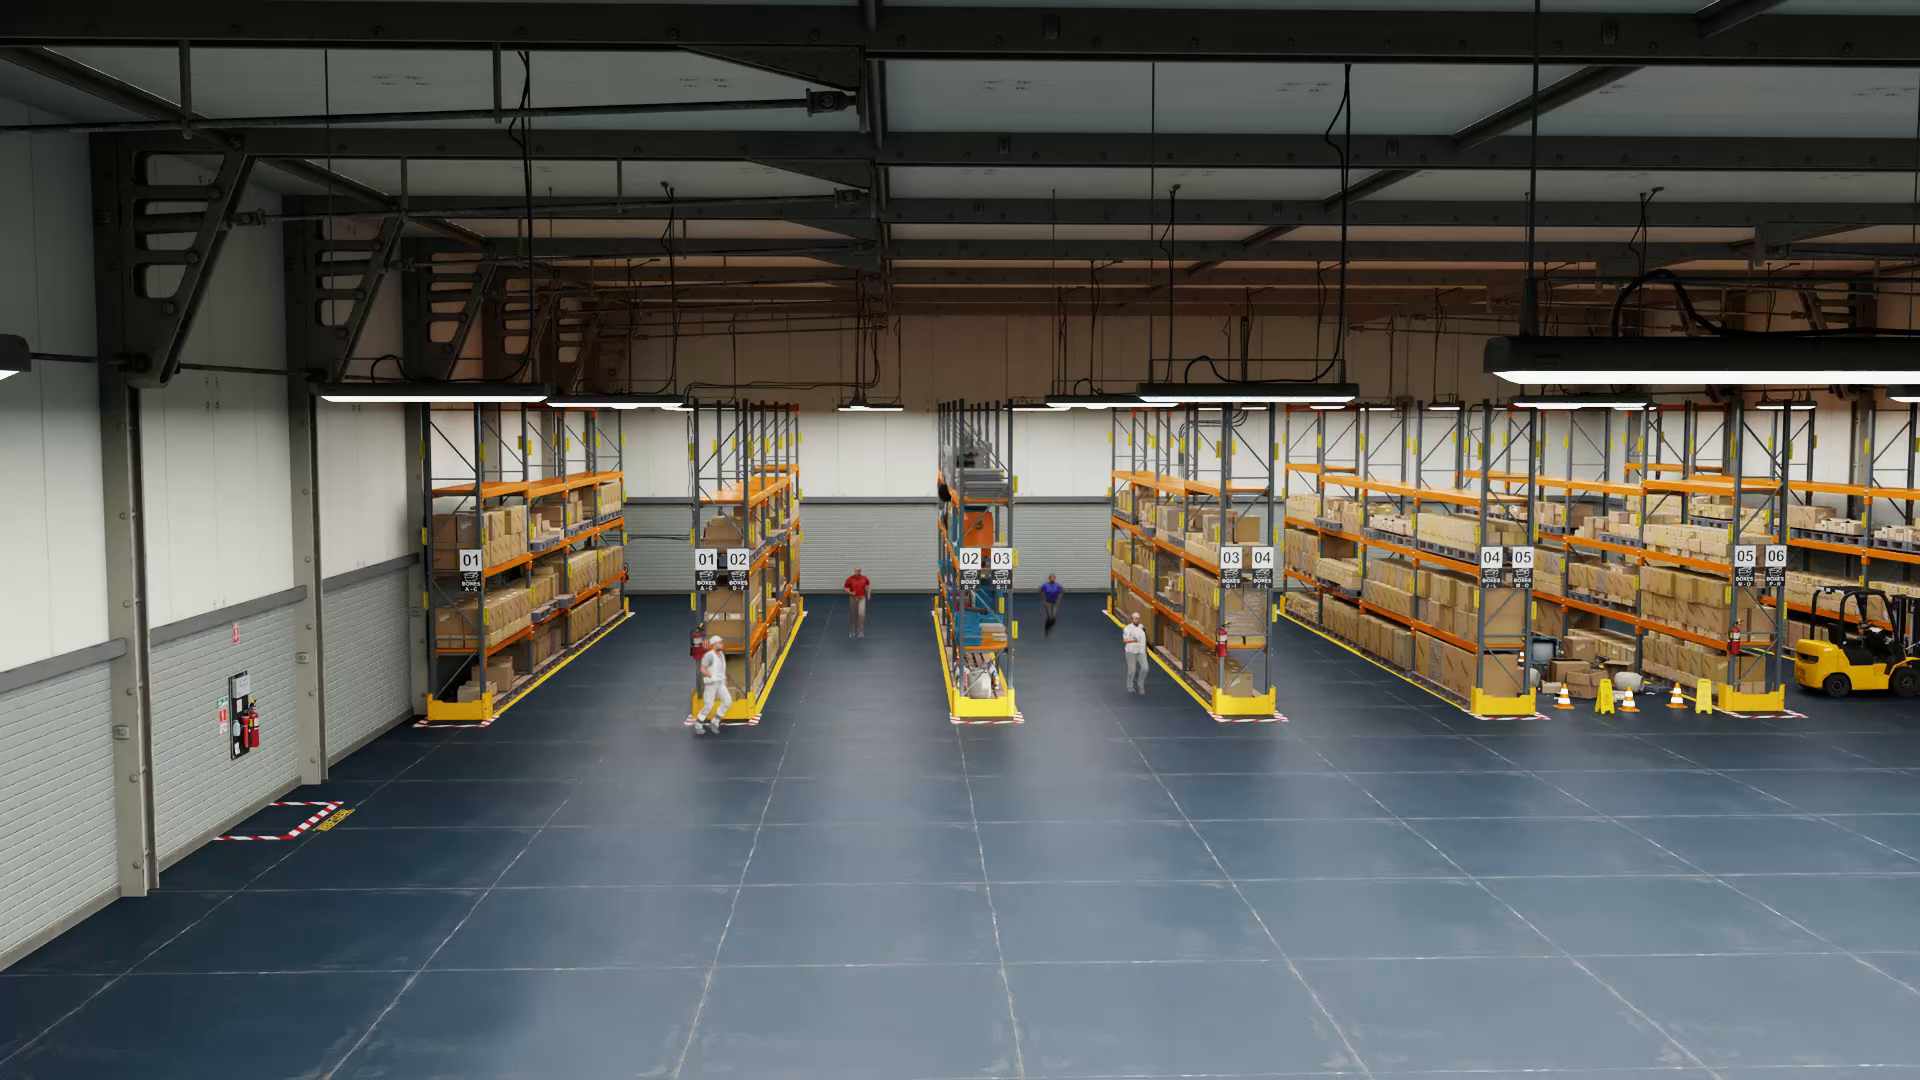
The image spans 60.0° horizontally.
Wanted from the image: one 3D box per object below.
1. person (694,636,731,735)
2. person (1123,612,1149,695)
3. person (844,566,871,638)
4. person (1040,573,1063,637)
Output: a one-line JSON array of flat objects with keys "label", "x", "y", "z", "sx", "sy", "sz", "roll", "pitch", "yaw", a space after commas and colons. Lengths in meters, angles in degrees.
[{"label": "person", "x": -4.367, "y": 2.589, "z": 29.709, "sx": 0.644, "sy": 1.758, "sz": 0.712, "roll": 3, "pitch": 5, "yaw": 34}, {"label": "person", "x": 3.611, "y": 2.327, "z": 33.965, "sx": 0.586, "sy": 1.695, "sz": 0.661, "roll": -1, "pitch": 4, "yaw": -15}, {"label": "person", "x": -2.519, "y": 1.531, "z": 40.910, "sx": 0.685, "sy": 1.786, "sz": 0.830, "roll": -1, "pitch": 4, "yaw": -11}, {"label": "person", "x": 2.304, "y": 1.633, "z": 41.541, "sx": 0.552, "sy": 1.610, "sz": 0.653, "roll": 0, "pitch": 4, "yaw": -6}]
